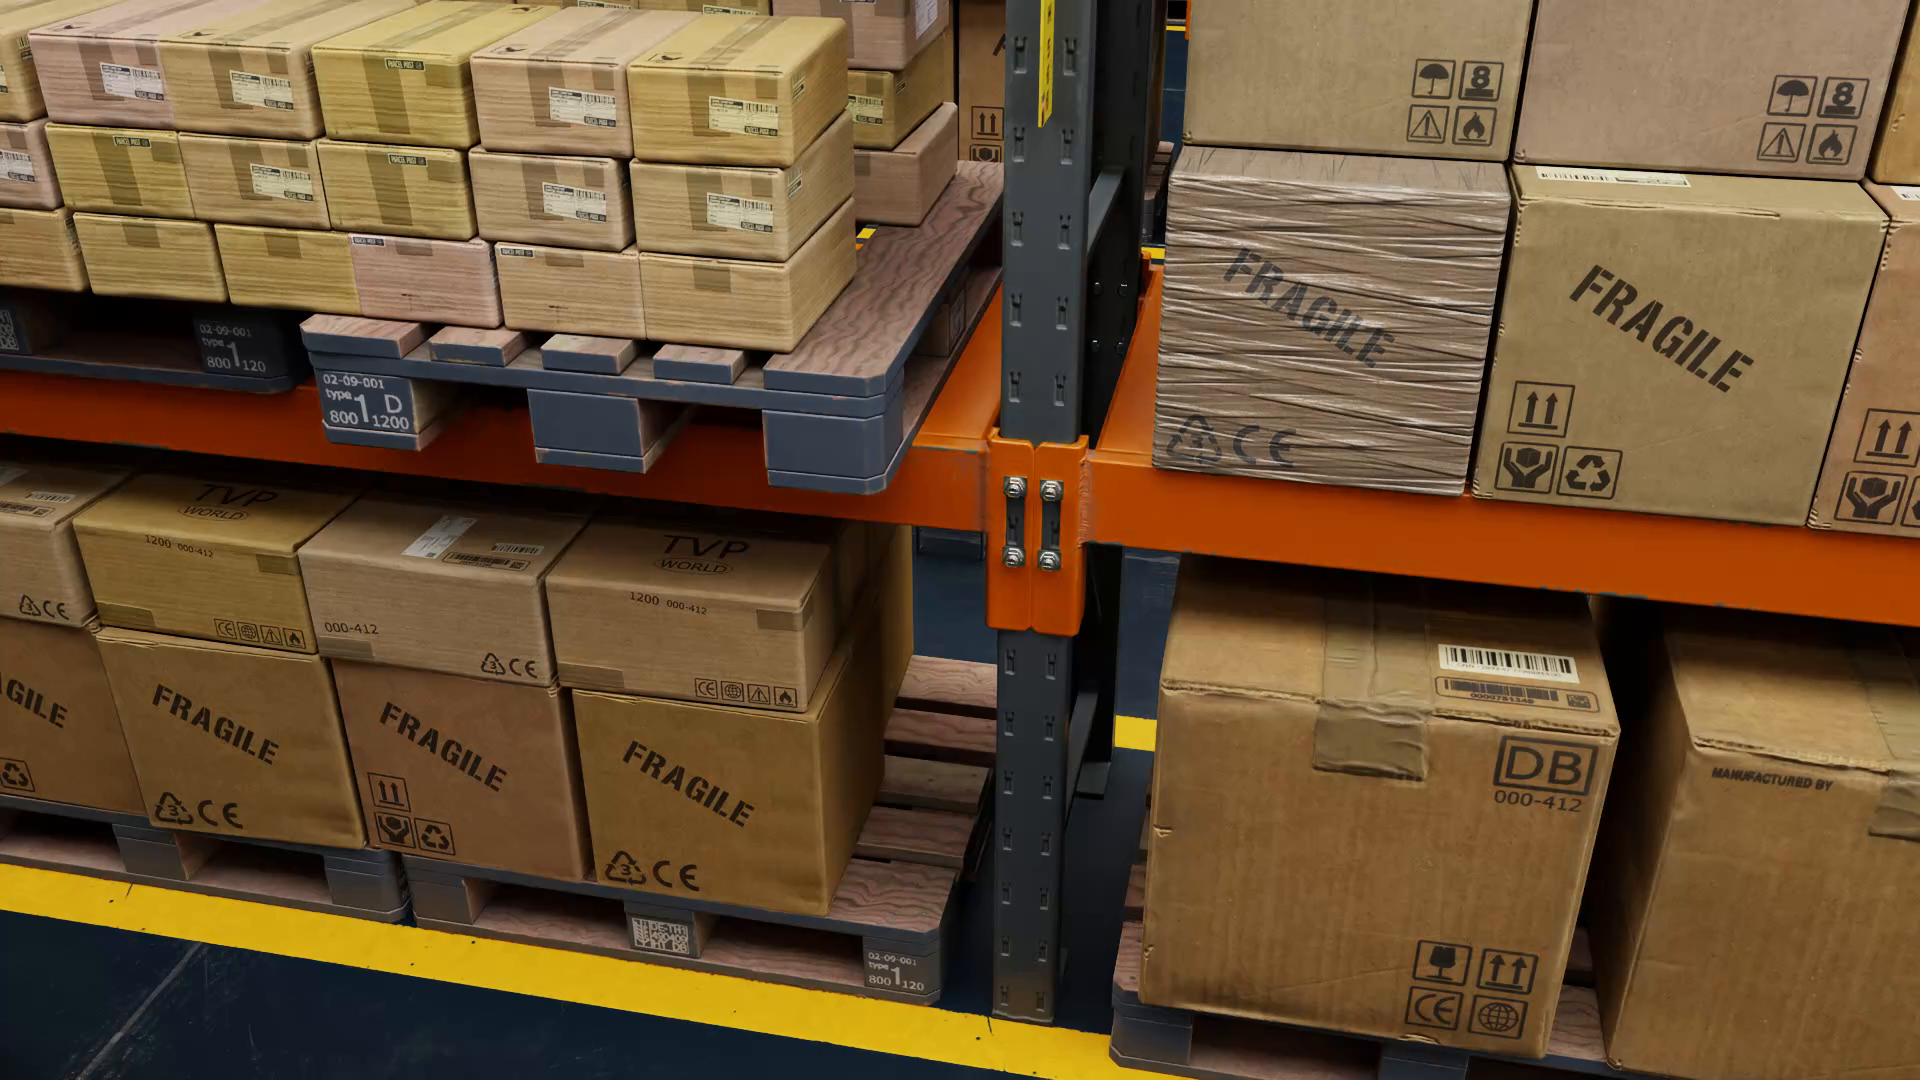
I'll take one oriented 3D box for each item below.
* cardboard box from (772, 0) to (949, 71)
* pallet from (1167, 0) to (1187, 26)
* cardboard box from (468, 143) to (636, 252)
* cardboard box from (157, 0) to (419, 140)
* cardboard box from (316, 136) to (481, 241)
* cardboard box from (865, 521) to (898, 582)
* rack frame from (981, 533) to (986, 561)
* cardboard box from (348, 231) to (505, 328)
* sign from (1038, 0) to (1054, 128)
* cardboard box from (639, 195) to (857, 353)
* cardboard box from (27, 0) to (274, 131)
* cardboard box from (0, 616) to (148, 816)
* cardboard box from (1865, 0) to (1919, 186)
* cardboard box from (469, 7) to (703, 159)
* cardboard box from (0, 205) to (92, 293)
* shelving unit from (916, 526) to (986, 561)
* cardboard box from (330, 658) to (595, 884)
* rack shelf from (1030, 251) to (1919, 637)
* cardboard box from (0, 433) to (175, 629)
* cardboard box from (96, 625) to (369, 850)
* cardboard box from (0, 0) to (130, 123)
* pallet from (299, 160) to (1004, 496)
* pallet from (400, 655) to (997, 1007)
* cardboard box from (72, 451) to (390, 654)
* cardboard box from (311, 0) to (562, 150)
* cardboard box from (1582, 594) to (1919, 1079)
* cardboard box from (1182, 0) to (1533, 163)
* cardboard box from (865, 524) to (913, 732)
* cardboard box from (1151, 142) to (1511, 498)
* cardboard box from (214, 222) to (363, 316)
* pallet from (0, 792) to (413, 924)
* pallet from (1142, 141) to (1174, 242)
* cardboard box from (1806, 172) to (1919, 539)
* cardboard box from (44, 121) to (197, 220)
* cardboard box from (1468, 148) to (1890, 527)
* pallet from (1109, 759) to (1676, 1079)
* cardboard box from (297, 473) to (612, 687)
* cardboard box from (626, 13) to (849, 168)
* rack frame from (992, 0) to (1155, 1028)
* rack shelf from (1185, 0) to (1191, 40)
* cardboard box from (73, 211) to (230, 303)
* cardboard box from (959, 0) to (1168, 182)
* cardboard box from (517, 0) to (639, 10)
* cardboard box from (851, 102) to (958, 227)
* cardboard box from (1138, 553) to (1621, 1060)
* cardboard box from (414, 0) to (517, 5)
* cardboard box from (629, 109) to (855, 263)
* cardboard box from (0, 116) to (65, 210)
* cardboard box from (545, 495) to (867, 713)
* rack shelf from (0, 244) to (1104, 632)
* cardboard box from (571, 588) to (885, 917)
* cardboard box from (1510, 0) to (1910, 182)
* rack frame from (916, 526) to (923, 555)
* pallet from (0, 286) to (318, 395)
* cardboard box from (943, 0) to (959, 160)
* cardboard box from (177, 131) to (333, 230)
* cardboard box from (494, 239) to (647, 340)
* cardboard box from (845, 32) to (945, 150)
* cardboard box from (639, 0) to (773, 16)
[{"bbox_3d":[-0.184,-1.027,3.207,0.250,0.149,0.380,6,29,11],"label":"cardboard box"},{"bbox_3d":[1.477,-4.090,12.500,1.213,0.211,1.003,6,29,11],"label":"pallet"},{"bbox_3d":[-0.608,-0.620,2.774,0.250,0.149,0.380,7,29,12],"label":"cardboard box"},{"bbox_3d":[-1.106,-0.800,2.793,0.250,0.149,0.380,7,29,12],"label":"cardboard box"},{"bbox_3d":[-0.866,-0.645,2.820,0.250,0.149,0.380,7,29,12],"label":"cardboard box"},{"bbox_3d":[-0.392,-0.154,3.792,0.500,0.250,0.500,5,29,8],"label":"cardboard box"},{"bbox_3d":[0.091,-0.385,5.017,0.006,0.900,0.240,6,29,11],"label":"rack frame"},{"bbox_3d":[-0.841,-0.513,2.888,0.250,0.149,0.380,6,29,11],"label":"cardboard box"},{"bbox_3d":[0.128,-0.771,2.412,0.005,0.325,0.100,6,29,11],"label":"sign"},{"bbox_3d":[-0.347,-0.462,2.794,0.250,0.149,0.380,6,29,11],"label":"cardboard box"},{"bbox_3d":[-1.341,-0.827,2.842,0.250,0.149,0.380,6,29,11],"label":"cardboard box"},{"bbox_3d":[-1.980,0.254,3.828,0.500,0.500,0.500,6,29,11],"label":"cardboard box"},{"bbox_3d":[1.666,-0.886,2.600,0.500,0.500,0.700,5,29,10],"label":"cardboard box"},{"bbox_3d":[-0.588,-0.749,2.699,0.250,0.149,0.380,6,29,10],"label":"cardboard box"},{"bbox_3d":[-1.600,-0.593,3.033,0.250,0.149,0.380,7,29,12],"label":"cardboard box"},{"bbox_3d":[-0.008,-0.396,5.035,0.210,0.900,0.258,6,29,11],"label":"shelving unit"},{"bbox_3d":[-0.973,0.361,3.632,0.500,0.500,0.500,7,29,13],"label":"cardboard box"},{"bbox_3d":[2.188,-0.038,2.945,4.000,0.370,1.077,6,29,11],"label":"rack shelf"},{"bbox_3d":[-1.993,-0.068,3.636,0.500,0.250,0.500,7,29,12],"label":"cardboard box"},{"bbox_3d":[-1.494,0.316,3.715,0.500,0.500,0.500,5,29,8],"label":"cardboard box"},{"bbox_3d":[-1.607,-0.853,2.890,0.250,0.149,0.380,7,30,13],"label":"cardboard box"},{"bbox_3d":[-0.487,-0.491,3.223,1.003,0.211,1.213,6,29,11],"label":"pallet"},{"bbox_3d":[-0.532,0.590,3.952,1.213,0.211,1.003,6,29,11],"label":"pallet"},{"bbox_3d":[-1.482,-0.020,3.548,0.500,0.250,0.500,7,29,12],"label":"cardboard box"},{"bbox_3d":[-0.844,-0.775,2.747,0.250,0.149,0.380,7,29,12],"label":"cardboard box"},{"bbox_3d":[1.664,0.438,3.232,0.750,0.750,1.050,6,29,11],"label":"cardboard box"},{"bbox_3d":[0.669,-0.987,2.783,0.500,0.500,0.700,6,29,10],"label":"cardboard box"},{"bbox_3d":[-0.407,0.168,3.986,0.500,0.500,0.500,5,29,8],"label":"cardboard box"},{"bbox_3d":[0.615,-0.426,2.800,0.500,0.500,0.500,6,29,11],"label":"cardboard box"},{"bbox_3d":[-1.084,-0.540,2.936,0.250,0.149,0.380,5,29,10],"label":"cardboard box"},{"bbox_3d":[-1.721,0.467,4.178,1.213,0.211,1.003,6,29,11],"label":"pallet"},{"bbox_3d":[0.412,-1.780,8.282,1.213,0.211,1.003,6,29,11],"label":"pallet"},{"bbox_3d":[1.606,-0.326,2.617,0.500,0.500,0.500,6,29,11],"label":"cardboard box"},{"bbox_3d":[-1.353,-0.697,2.913,0.250,0.149,0.380,6,29,10],"label":"cardboard box"},{"bbox_3d":[1.112,-0.376,2.710,0.500,0.500,0.500,6,29,10],"label":"cardboard box"},{"bbox_3d":[0.987,0.784,3.599,1.213,0.211,1.003,6,29,11],"label":"pallet"},{"bbox_3d":[-0.988,0.038,3.441,0.500,0.250,0.500,6,29,11],"label":"cardboard box"},{"bbox_3d":[-0.343,-0.723,2.651,0.250,0.149,0.380,5,29,9],"label":"cardboard box"},{"bbox_3d":[0.232,-0.554,3.138,0.127,3.000,1.000,6,29,11],"label":"rack frame"},{"bbox_3d":[-0.789,-2.774,7.942,4.000,0.370,1.077,6,29,11],"label":"rack shelf"},{"bbox_3d":[-1.347,-0.566,2.984,0.250,0.149,0.380,5,29,8],"label":"cardboard box"},{"bbox_3d":[0.509,-2.249,8.010,0.875,0.875,0.875,6,29,10],"label":"cardboard box"},{"bbox_3d":[-0.682,-1.079,3.301,0.250,0.149,0.380,6,29,10],"label":"cardboard box"},{"bbox_3d":[-0.164,-0.768,3.353,0.250,0.149,0.380,5,29,10],"label":"cardboard box"},{"bbox_3d":[0.809,0.352,3.389,0.750,0.750,1.050,5,29,10],"label":"cardboard box"},{"bbox_3d":[-0.941,-1.105,3.350,0.250,0.149,0.380,5,29,8],"label":"cardboard box"},{"bbox_3d":[-0.346,-0.594,2.726,0.250,0.149,0.380,6,29,12],"label":"cardboard box"},{"bbox_3d":[-1.608,-0.722,2.961,0.250,0.149,0.380,7,29,12],"label":"cardboard box"},{"bbox_3d":[-0.492,0.084,3.358,0.500,0.250,0.500,5,29,9],"label":"cardboard box"},{"bbox_3d":[-1.724,-0.439,3.677,4.000,0.370,1.077,6,29,11],"label":"rack shelf"},{"bbox_3d":[-0.466,0.415,3.534,0.500,0.500,0.500,6,29,10],"label":"cardboard box"},{"bbox_3d":[1.164,-0.937,2.692,0.500,0.500,0.700,5,29,10],"label":"cardboard box"},{"bbox_3d":[-0.107,-0.406,5.054,0.006,0.900,0.240,6,29,11],"label":"rack frame"},{"bbox_3d":[-1.713,-0.649,3.512,1.213,0.211,1.003,6,29,11],"label":"pallet"},{"bbox_3d":[-0.363,-2.341,8.177,0.875,0.875,0.875,6,29,11],"label":"cardboard box"},{"bbox_3d":[-1.110,-0.671,2.866,0.250,0.149,0.380,6,29,11],"label":"cardboard box"},{"bbox_3d":[-0.589,-0.487,2.841,0.250,0.149,0.380,6,29,10],"label":"cardboard box"},{"bbox_3d":[-0.199,-0.901,3.287,0.250,0.149,0.380,7,30,13],"label":"cardboard box"},{"bbox_3d":[-0.443,-1.052,3.253,0.250,0.149,0.380,5,29,9],"label":"cardboard box"}]
